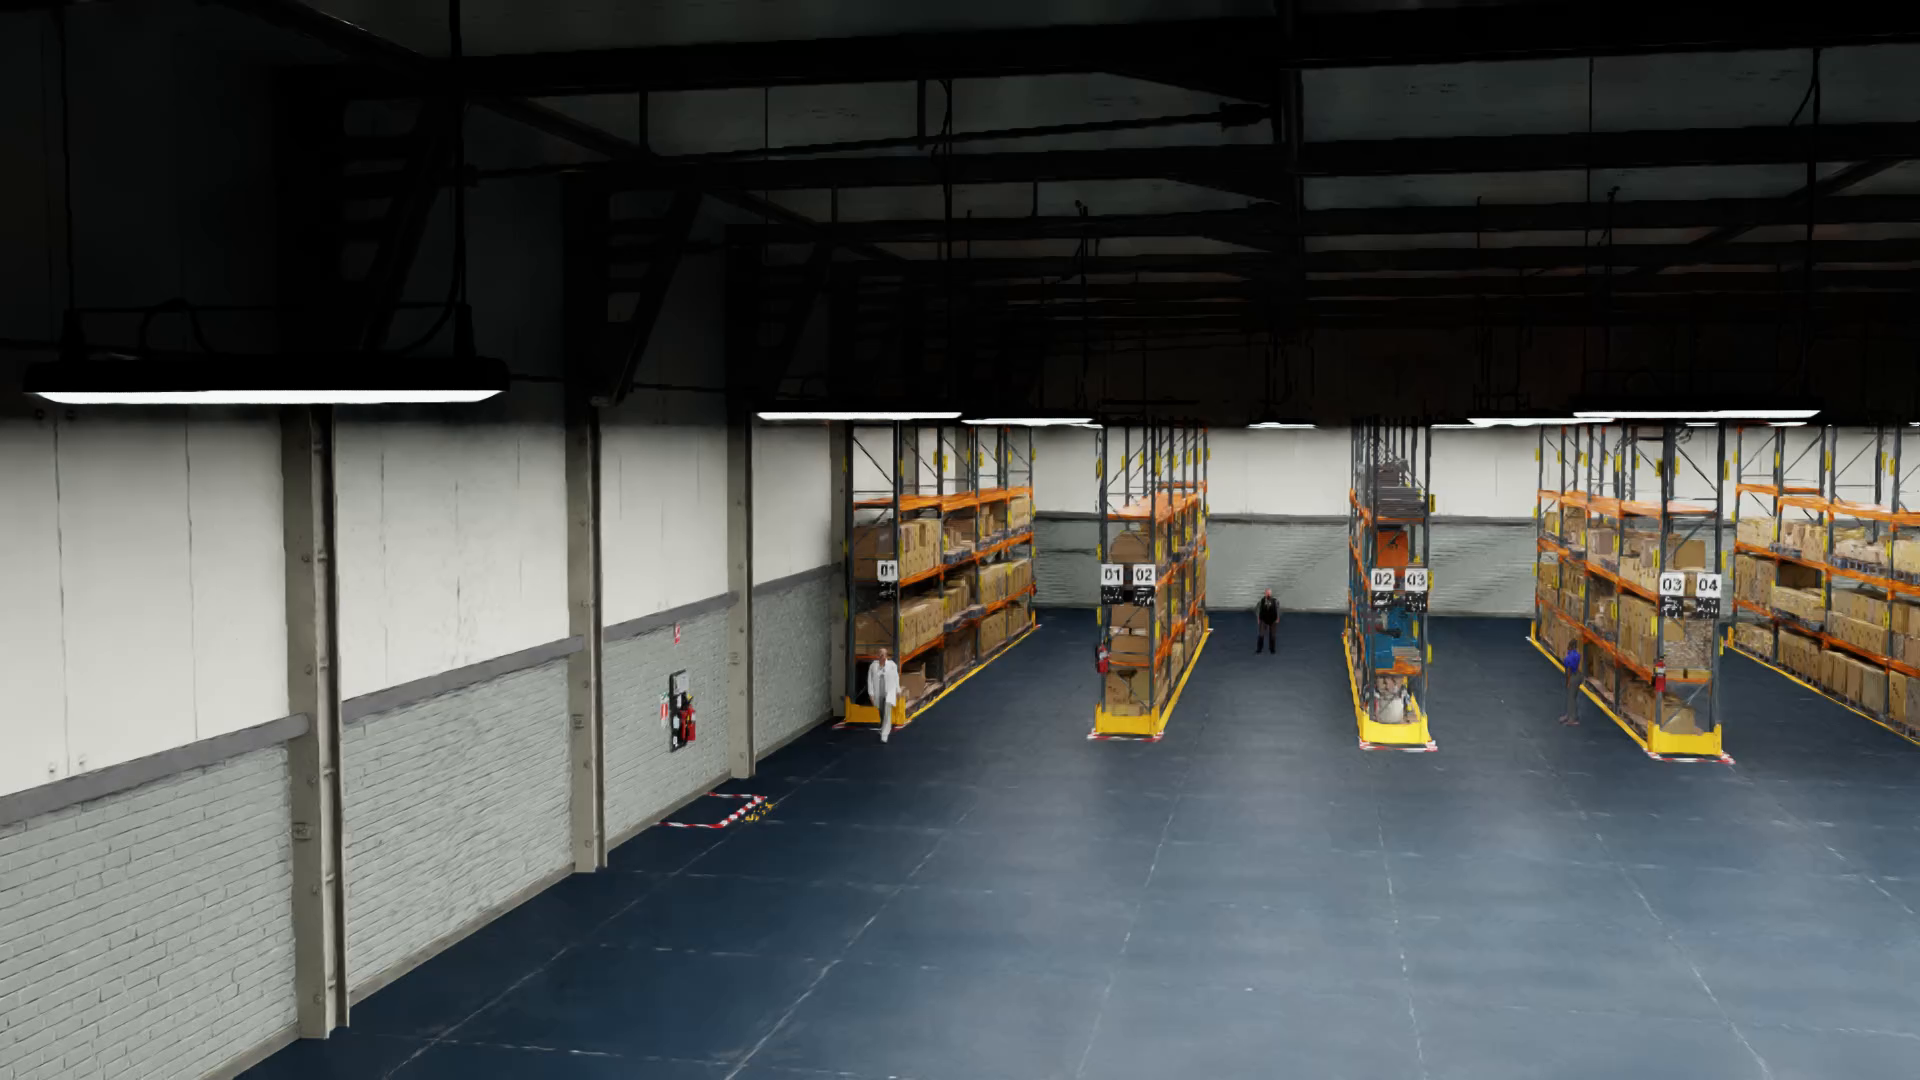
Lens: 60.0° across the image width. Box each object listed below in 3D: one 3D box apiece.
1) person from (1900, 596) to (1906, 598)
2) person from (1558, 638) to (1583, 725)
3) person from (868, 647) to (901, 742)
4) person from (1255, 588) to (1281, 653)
[{"bbox_3d":[22.501,2.196,39.808,0.594,1.721,0.668,3,5,36],"label":"person"},{"bbox_3d":[11.843,2.743,32.280,0.463,1.647,0.498,3,5,42],"label":"person"},{"bbox_3d":[-1.424,2.814,30.634,0.598,1.698,1.193,1,4,14],"label":"person"},{"bbox_3d":[7.884,2.060,42.580,0.677,1.674,0.530,1,4,9],"label":"person"}]
